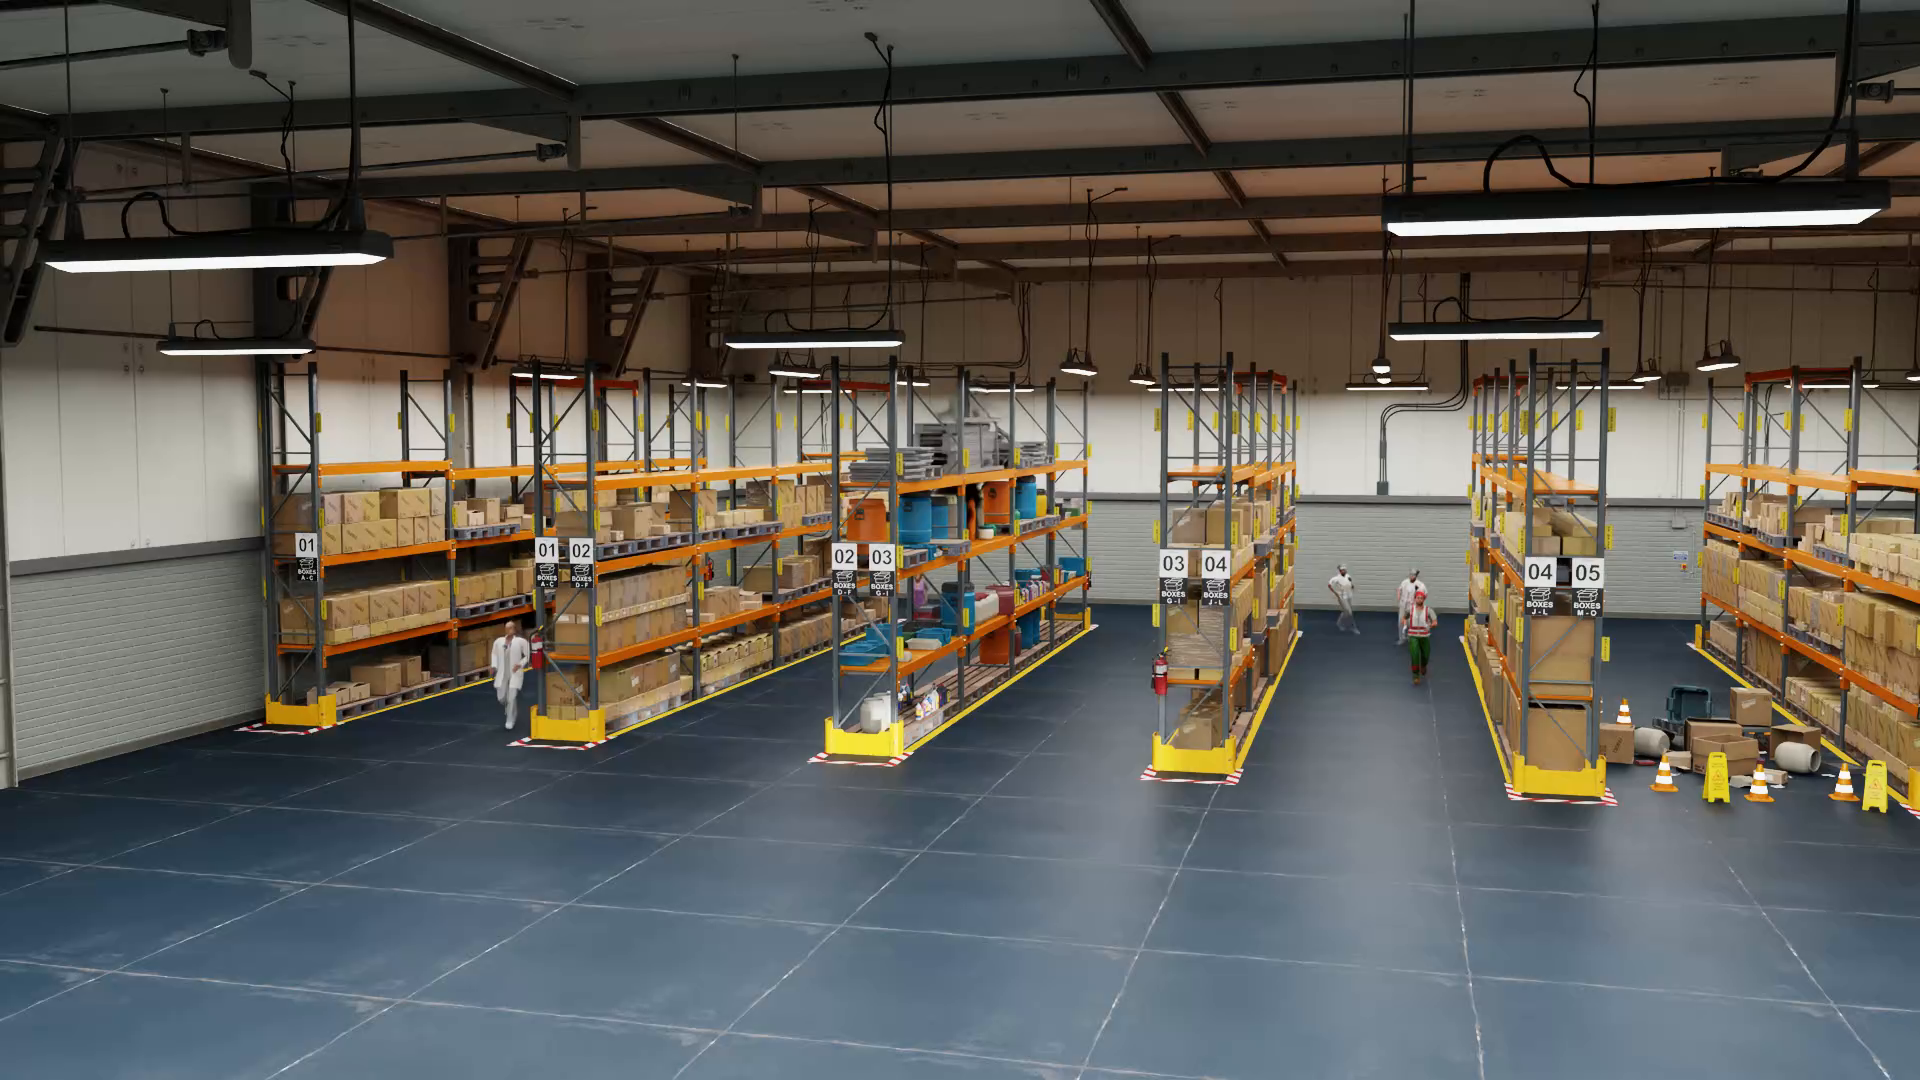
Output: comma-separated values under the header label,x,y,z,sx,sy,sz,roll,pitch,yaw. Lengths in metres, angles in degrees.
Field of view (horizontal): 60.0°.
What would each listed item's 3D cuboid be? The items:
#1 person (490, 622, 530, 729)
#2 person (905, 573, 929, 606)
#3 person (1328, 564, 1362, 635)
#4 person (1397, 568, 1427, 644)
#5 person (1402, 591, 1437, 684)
label,x,y,z,sx,sy,sz,roll,pitch,yaw
person,-7.411,2.217,27.430,0.709,1.737,0.640,0,4,2
person,-0.981,1.509,38.034,0.540,1.605,0.847,0,4,0
person,9.087,1.396,39.447,0.614,1.697,0.836,-3,5,-32
person,10.250,1.498,37.765,0.703,1.745,0.654,3,5,35
person,8.858,1.867,32.096,0.669,1.761,0.867,1,4,17
